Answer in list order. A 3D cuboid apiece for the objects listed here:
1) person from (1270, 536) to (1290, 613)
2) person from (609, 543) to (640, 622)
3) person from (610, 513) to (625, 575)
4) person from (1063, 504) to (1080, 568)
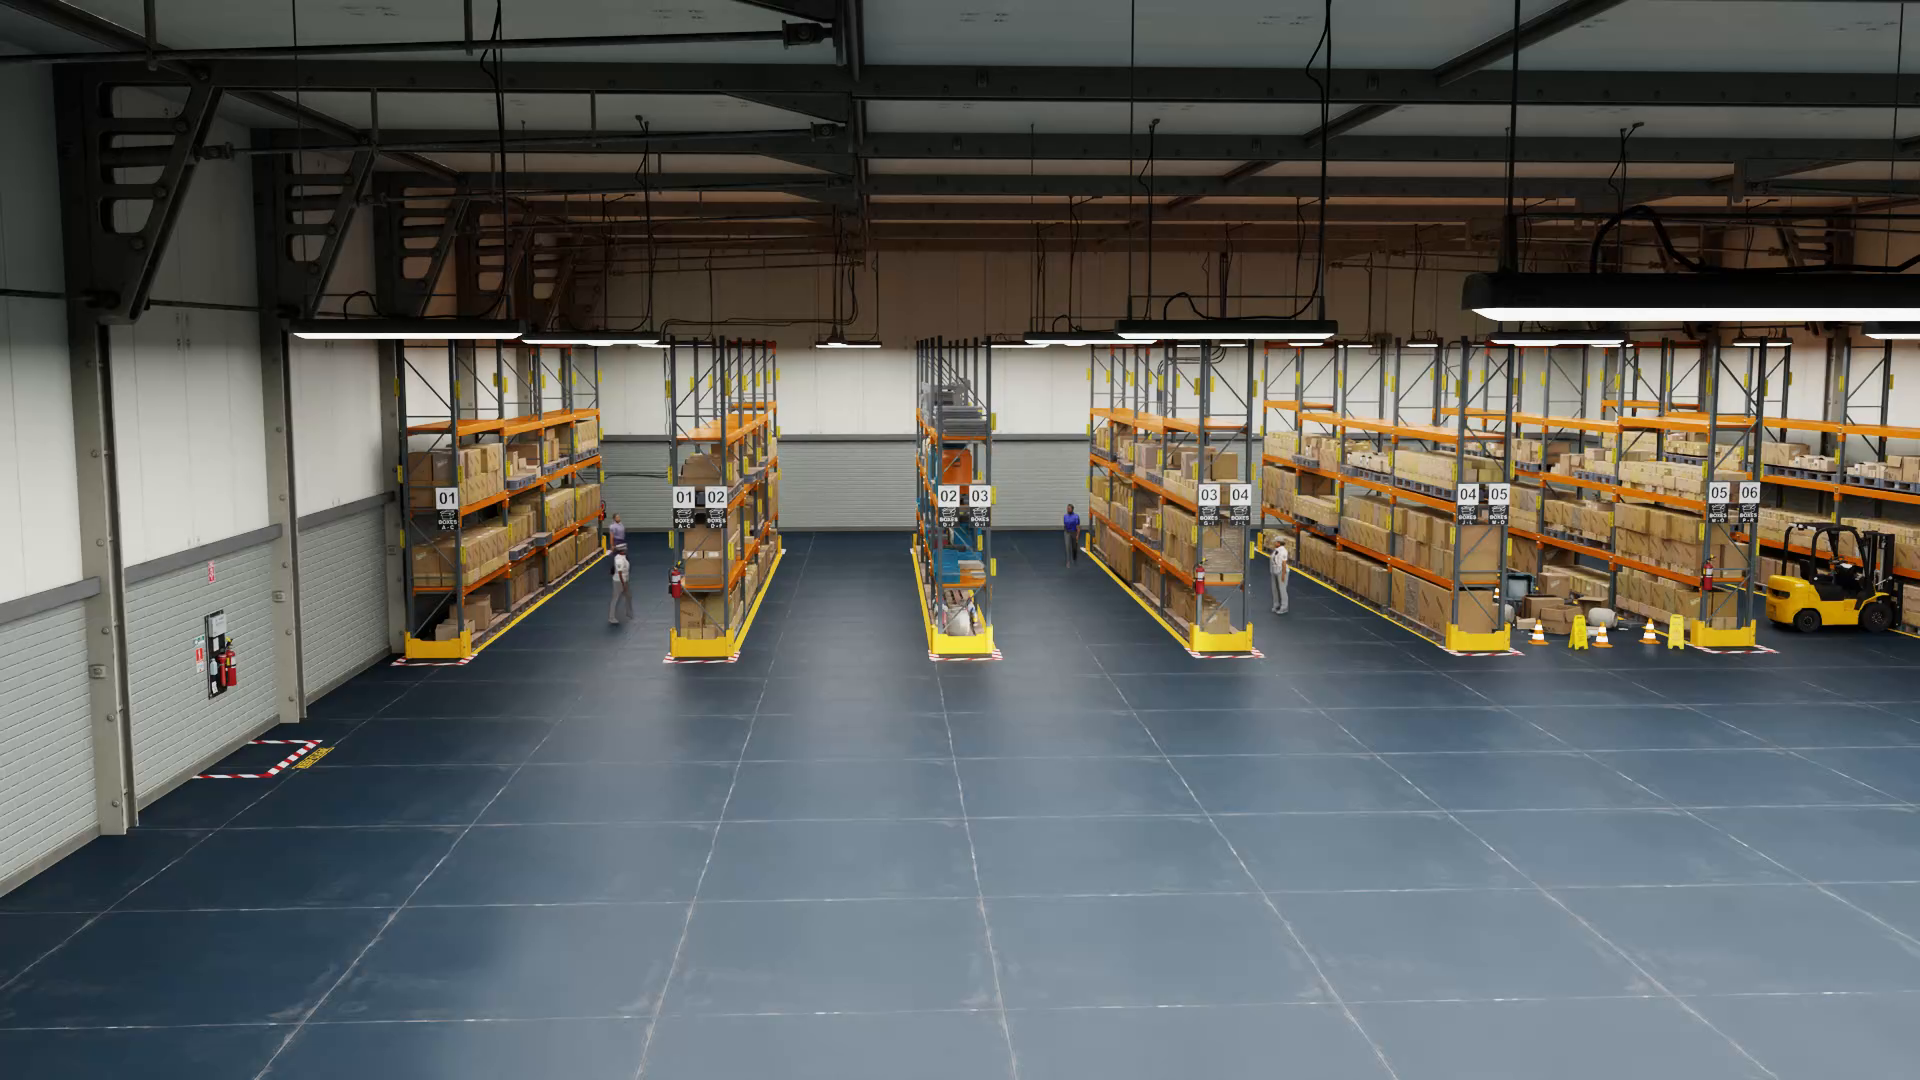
[{"bbox_3d":[7.012,0.751,36.554,0.430,1.673,0.474,-4,7,-28],"label":"person"},{"bbox_3d":[-7.149,0.914,35.217,0.516,1.708,0.626,1,7,11],"label":"person"},{"bbox_3d":[-8.661,0.142,41.986,0.429,1.677,0.516,0,6,-2],"label":"person"},{"bbox_3d":[2.823,-0.123,41.992,0.426,1.597,0.990,0,6,2],"label":"person"}]
